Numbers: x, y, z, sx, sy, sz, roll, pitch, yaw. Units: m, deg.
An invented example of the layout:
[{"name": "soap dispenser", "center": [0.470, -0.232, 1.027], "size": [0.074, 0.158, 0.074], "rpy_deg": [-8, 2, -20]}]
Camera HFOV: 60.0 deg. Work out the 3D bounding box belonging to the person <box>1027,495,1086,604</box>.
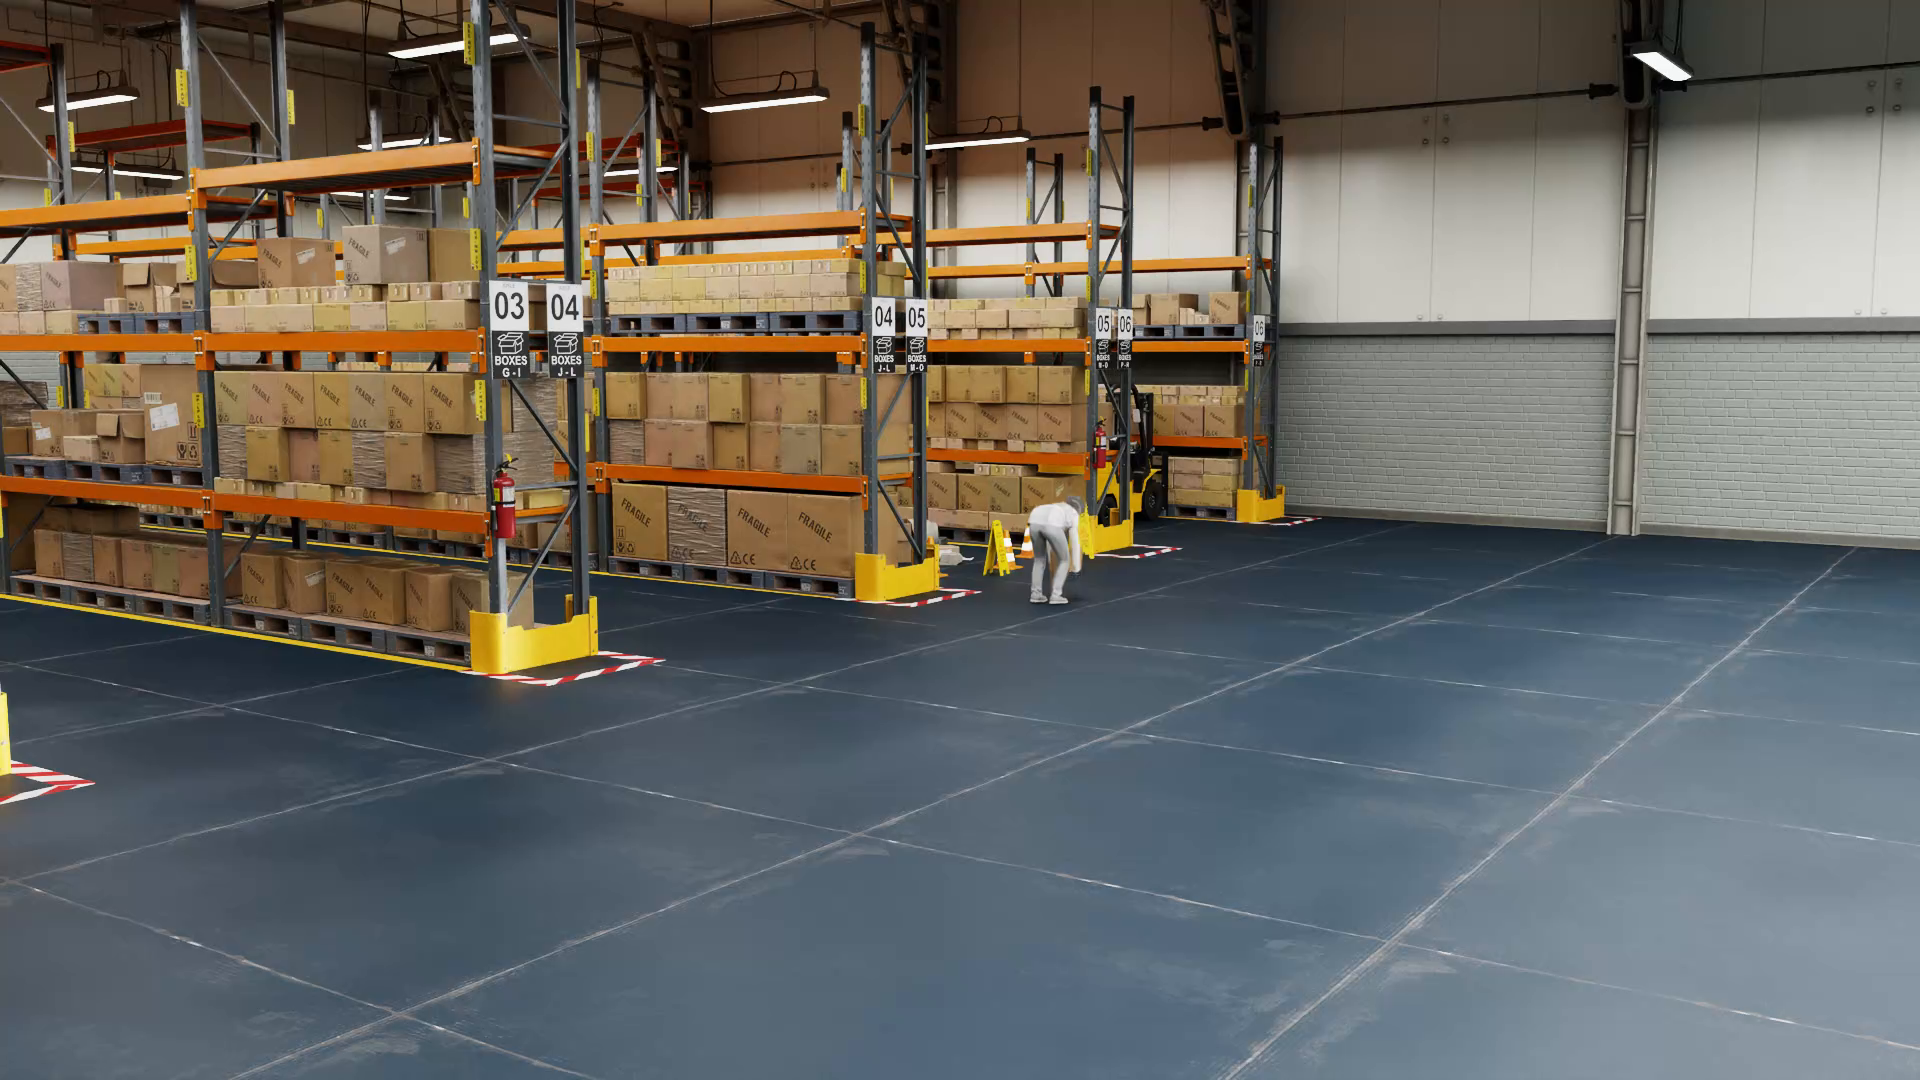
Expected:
[{"name": "person", "center": [1.050, 0.098, 17.641], "size": [0.417, 1.108, 0.926], "rpy_deg": [4, 8, 32]}]
